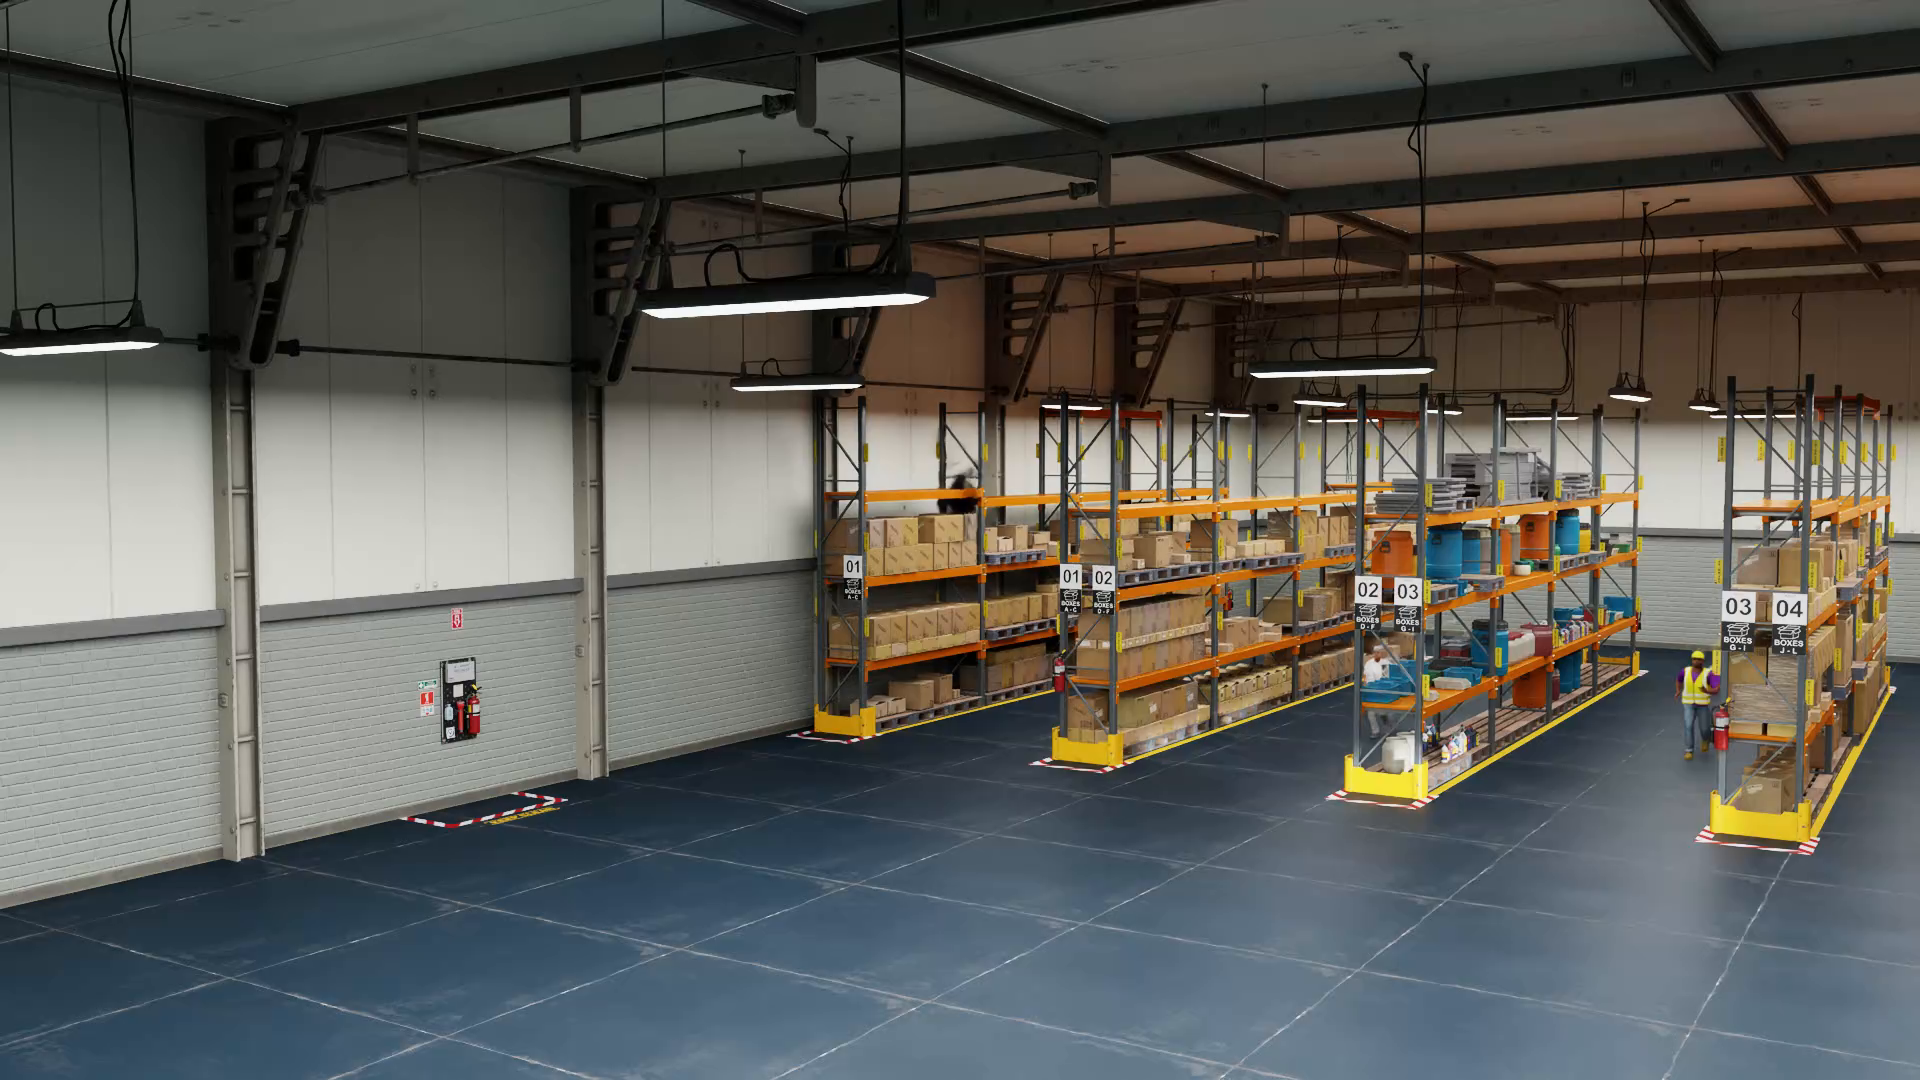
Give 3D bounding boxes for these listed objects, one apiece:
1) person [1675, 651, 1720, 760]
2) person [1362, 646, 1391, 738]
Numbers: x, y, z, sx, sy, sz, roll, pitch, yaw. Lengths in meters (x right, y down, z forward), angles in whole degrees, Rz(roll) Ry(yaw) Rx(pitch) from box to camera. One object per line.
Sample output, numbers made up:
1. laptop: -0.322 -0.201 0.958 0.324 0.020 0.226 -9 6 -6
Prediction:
1. person: 12.030 2.683 27.174 0.699 1.747 0.968 2 4 33
2. person: 7.291 2.662 29.094 0.600 1.620 0.540 2 3 30
